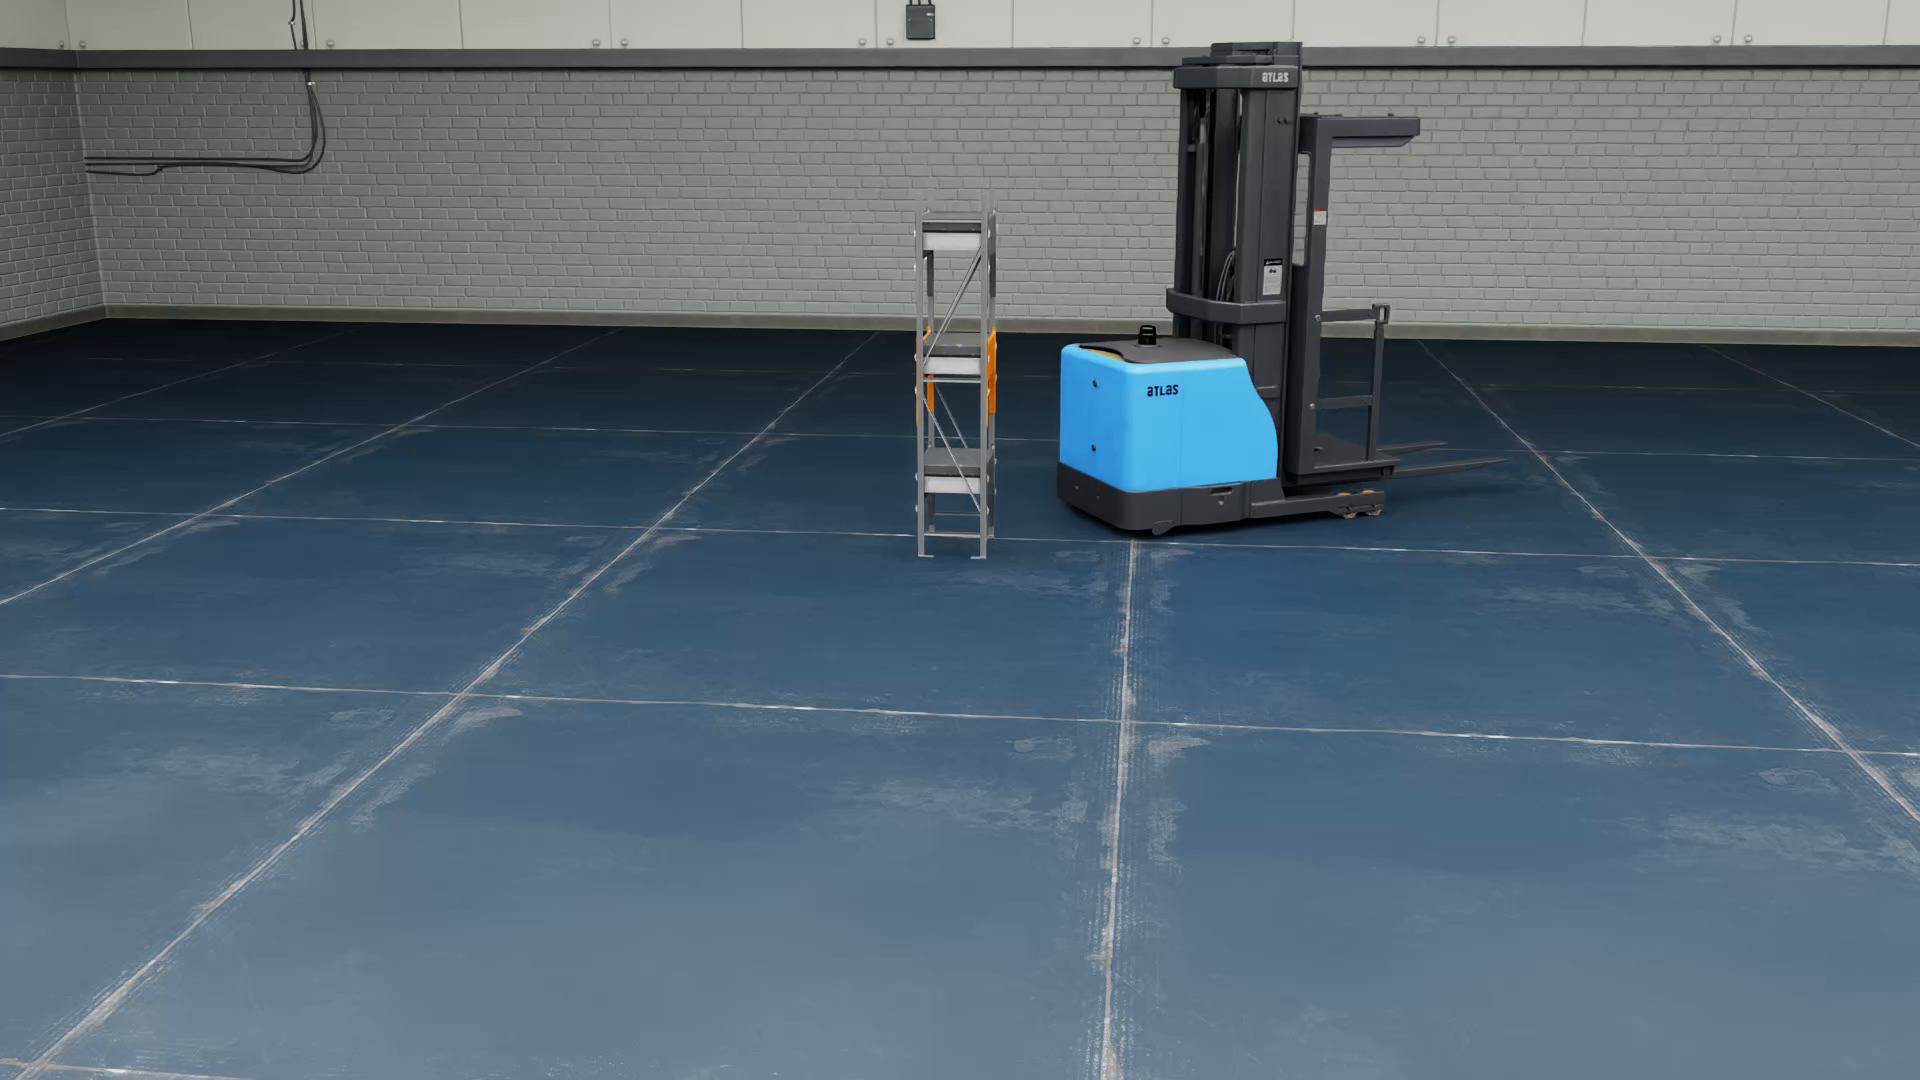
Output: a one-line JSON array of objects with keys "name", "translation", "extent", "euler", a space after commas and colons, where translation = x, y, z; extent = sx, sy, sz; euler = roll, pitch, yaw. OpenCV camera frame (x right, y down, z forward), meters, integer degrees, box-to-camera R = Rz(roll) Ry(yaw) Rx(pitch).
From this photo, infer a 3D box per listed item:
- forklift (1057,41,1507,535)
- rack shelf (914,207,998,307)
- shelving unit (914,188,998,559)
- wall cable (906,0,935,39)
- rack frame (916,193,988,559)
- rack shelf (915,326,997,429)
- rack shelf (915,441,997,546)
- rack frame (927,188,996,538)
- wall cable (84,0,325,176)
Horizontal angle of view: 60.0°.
[{"name": "forklift", "translation": [2.203, -1.673, 10.732], "extent": [3.031, 2.935, 1.130], "euler": [-6, 16, -22]}, {"name": "rack shelf", "translation": [-0.019, -1.633, 9.550], "extent": [0.431, 0.518, 0.480], "euler": [2, 15, 6]}, {"name": "shelving unit", "translation": [-0.019, -0.971, 9.729], "extent": [0.431, 2.100, 0.503], "euler": [2, 15, 6]}, {"name": "wall cable", "translation": [0.564, -8.333, 17.226], "extent": [2.305, 6.003, 0.169], "euler": [2, 15, 6]}, {"name": "rack frame", "translation": [-0.046, -0.907, 9.495], "extent": [0.400, 2.100, 0.015], "euler": [2, 15, 6]}, {"name": "rack shelf", "translation": [-0.019, -0.957, 9.733], "extent": [0.431, 0.518, 0.480], "euler": [2, 15, 6]}, {"name": "rack shelf", "translation": [-0.019, -0.282, 9.915], "extent": [0.431, 0.518, 0.480], "euler": [2, 15, 6]}, {"name": "rack frame", "translation": [0.009, -1.034, 9.963], "extent": [0.400, 2.100, 0.015], "euler": [2, 15, 6]}, {"name": "wall cable", "translation": [-8.867, -5.476, 19.124], "extent": [3.097, 2.526, 0.112], "euler": [2, 15, 6]}]
